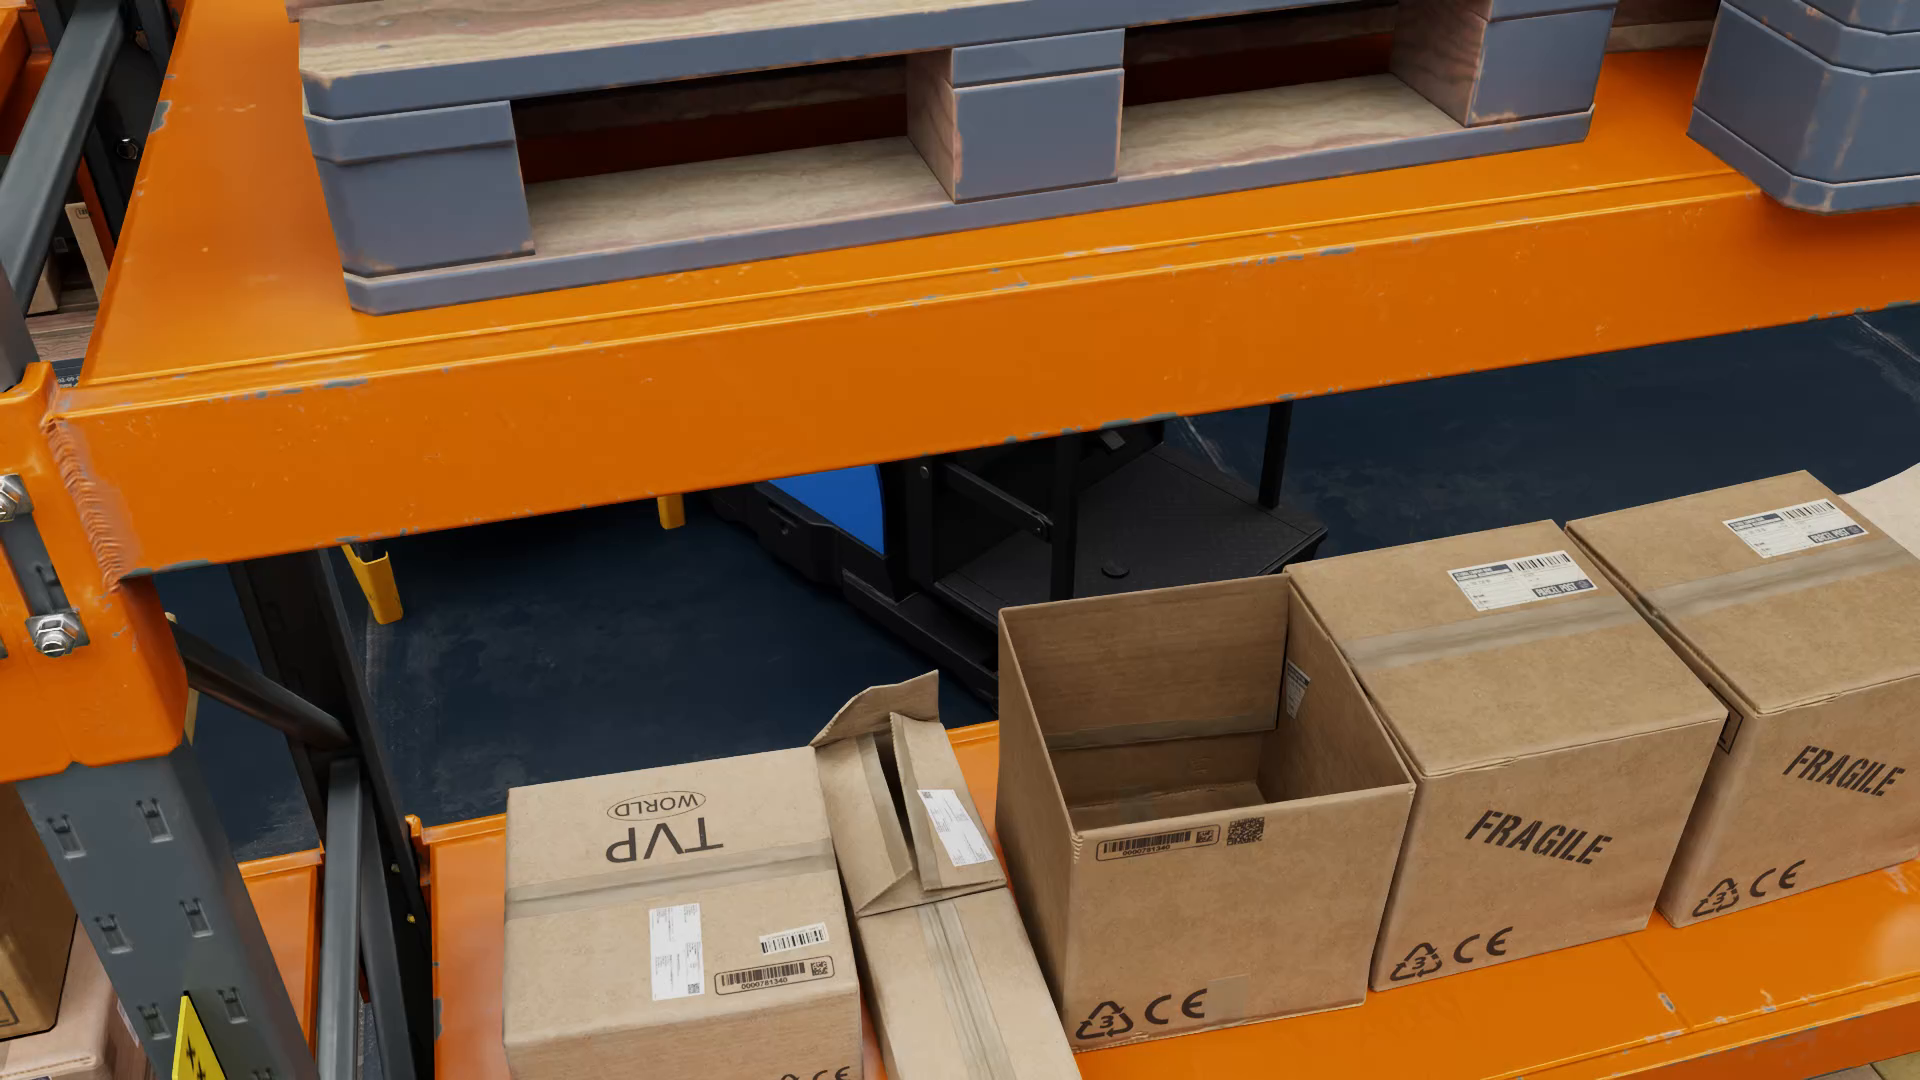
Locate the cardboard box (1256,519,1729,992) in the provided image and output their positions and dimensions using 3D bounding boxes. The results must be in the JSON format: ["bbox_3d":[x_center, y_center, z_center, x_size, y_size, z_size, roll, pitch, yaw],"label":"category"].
[{"bbox_3d":[0.836,0.344,2.750,0.500,0.500,0.500,-9,38,-12],"label":"cardboard box"}]

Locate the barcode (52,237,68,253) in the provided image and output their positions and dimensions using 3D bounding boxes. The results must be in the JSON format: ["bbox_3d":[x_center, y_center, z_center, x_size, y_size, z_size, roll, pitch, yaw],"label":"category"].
[{"bbox_3d":[-3.658,-1.194,6.735,0.075,0.075,0.001,-9,38,-12],"label":"barcode"}]

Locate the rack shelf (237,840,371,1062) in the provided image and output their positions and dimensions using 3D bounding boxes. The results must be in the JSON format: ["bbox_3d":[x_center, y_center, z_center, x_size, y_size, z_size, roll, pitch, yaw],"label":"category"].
[{"bbox_3d":[-2.832,1.261,2.225,4.000,0.370,1.077,-9,38,-12],"label":"rack shelf"}]

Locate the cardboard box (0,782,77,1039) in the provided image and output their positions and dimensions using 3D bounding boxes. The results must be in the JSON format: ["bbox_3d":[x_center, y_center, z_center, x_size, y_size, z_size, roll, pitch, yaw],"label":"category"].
[{"bbox_3d":[-1.328,0.177,1.899,0.500,0.500,0.700,-9,38,-12],"label":"cardboard box"}]

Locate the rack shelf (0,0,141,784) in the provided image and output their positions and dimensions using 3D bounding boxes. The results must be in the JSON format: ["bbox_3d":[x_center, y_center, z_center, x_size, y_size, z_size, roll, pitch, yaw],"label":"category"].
[{"bbox_3d":[-2.832,0.069,1.314,4.000,0.370,1.077,-9,38,-12],"label":"rack shelf"}]

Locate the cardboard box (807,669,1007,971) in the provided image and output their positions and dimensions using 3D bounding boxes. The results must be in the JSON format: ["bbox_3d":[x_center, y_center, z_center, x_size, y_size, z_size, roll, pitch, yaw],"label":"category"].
[{"bbox_3d":[-0.101,0.465,2.784,0.258,0.266,0.396,-10,39,-13],"label":"cardboard box"}]

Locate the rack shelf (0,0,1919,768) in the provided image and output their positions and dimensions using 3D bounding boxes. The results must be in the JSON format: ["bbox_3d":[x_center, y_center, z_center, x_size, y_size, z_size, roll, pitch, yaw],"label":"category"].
[{"bbox_3d":[1.029,-0.564,2.142,4.000,0.370,1.077,-9,38,-12],"label":"rack shelf"}]

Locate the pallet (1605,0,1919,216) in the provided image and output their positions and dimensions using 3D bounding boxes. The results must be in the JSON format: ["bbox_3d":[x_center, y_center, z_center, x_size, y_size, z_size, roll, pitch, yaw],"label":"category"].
[{"bbox_3d":[1.249,-0.753,1.952,1.213,0.211,1.003,-8,38,-10],"label":"pallet"}]

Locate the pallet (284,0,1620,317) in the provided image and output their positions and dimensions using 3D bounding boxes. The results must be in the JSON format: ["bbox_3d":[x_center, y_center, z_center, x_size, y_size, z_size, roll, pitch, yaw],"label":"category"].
[{"bbox_3d":[-0.053,-0.604,1.760,1.217,0.209,0.805,-11,39,-14],"label":"pallet"}]

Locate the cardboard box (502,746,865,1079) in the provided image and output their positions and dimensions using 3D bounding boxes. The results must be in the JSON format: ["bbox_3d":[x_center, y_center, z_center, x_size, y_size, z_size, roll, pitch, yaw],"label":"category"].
[{"bbox_3d":[-0.438,0.614,2.602,0.500,0.250,0.500,-7,38,-9],"label":"cardboard box"}]

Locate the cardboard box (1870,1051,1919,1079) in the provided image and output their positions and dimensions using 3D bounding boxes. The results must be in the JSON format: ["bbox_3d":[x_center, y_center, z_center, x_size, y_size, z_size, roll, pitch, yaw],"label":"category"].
[{"bbox_3d":[2.019,1.041,3.376,0.500,0.311,0.500,-10,39,-13],"label":"cardboard box"}]

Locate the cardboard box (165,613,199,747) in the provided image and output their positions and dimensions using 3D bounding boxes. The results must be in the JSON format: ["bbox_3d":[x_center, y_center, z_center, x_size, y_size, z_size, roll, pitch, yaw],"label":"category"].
[{"bbox_3d":[-1.212,0.290,2.286,0.250,0.149,0.380,-9,38,-12],"label":"cardboard box"}]

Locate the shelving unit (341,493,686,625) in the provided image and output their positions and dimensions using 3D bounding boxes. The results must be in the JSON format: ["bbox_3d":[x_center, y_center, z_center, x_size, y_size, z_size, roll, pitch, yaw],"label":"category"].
[{"bbox_3d":[-1.565,-0.637,5.349,1.083,1.500,0.587,-20,42,-24],"label":"shelving unit"}]

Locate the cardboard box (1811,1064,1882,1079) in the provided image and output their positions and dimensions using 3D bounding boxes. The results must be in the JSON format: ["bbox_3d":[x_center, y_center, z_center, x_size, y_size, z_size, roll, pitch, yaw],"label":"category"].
[{"bbox_3d":[1.530,1.119,3.274,0.500,0.311,0.500,-10,38,-12],"label":"cardboard box"}]

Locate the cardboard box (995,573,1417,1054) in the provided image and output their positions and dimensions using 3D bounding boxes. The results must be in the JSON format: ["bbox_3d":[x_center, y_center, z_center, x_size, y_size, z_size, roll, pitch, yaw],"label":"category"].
[{"bbox_3d":[0.353,0.423,2.646,0.500,0.500,0.500,-7,38,-9],"label":"cardboard box"}]

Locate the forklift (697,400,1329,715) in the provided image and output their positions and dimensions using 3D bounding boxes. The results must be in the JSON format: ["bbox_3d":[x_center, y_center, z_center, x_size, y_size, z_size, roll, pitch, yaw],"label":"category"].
[{"bbox_3d":[0.445,-0.893,4.505,1.130,2.935,3.031,-31,47,-34],"label":"forklift"}]

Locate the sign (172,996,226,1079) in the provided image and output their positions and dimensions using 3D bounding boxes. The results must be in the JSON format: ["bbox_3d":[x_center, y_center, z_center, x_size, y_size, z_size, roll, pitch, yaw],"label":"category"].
[{"bbox_3d":[-0.755,0.608,1.708,0.005,0.325,0.100,-9,38,-12],"label":"sign"}]

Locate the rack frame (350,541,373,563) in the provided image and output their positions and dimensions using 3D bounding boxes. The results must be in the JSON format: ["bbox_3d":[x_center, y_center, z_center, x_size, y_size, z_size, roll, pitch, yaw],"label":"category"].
[{"bbox_3d":[-2.010,-0.476,5.138,0.032,1.500,0.500,-20,42,-24],"label":"rack frame"}]

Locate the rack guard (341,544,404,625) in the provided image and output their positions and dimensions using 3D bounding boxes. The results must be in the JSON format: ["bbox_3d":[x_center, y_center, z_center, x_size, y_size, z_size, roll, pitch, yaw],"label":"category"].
[{"bbox_3d":[-1.993,0.014,5.526,0.087,0.250,0.587,-20,42,-24],"label":"rack guard"}]

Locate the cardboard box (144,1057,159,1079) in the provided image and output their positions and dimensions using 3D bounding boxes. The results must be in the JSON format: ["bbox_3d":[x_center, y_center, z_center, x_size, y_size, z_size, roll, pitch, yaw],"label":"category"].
[{"bbox_3d":[-1.328,0.693,2.293,0.500,0.500,0.700,-10,39,-13],"label":"cardboard box"}]

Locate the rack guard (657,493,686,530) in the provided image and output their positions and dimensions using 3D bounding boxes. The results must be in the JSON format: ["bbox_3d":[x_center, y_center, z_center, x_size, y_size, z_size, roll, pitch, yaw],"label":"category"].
[{"bbox_3d":[-1.138,-0.296,5.931,0.087,0.250,0.587,-20,42,-24],"label":"rack guard"}]

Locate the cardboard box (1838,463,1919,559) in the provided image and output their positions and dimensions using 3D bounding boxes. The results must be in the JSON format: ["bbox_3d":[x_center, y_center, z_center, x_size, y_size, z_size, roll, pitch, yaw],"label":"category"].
[{"bbox_3d":[2.046,0.088,3.239,0.500,0.311,0.500,-10,38,-12],"label":"cardboard box"}]

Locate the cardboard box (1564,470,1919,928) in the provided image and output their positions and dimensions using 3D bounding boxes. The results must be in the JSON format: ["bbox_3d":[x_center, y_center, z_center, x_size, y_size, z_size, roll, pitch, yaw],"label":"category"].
[{"bbox_3d":[1.344,0.260,2.859,0.500,0.500,0.500,-11,39,-14],"label":"cardboard box"}]

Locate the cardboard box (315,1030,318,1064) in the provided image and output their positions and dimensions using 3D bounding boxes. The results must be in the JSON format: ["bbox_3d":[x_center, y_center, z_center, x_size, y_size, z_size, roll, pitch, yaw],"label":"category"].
[{"bbox_3d":[-1.431,1.176,3.045,0.500,0.500,0.500,-9,38,-12],"label":"cardboard box"}]

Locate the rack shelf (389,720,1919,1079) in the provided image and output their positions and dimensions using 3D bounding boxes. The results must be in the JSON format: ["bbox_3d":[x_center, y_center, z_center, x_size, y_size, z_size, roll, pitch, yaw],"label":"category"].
[{"bbox_3d":[1.029,0.627,3.053,4.000,0.370,1.077,-9,38,-12],"label":"rack shelf"}]

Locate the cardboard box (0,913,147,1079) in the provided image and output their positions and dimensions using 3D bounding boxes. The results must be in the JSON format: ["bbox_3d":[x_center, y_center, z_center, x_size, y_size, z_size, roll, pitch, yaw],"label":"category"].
[{"bbox_3d":[-1.108,0.530,1.973,0.250,0.149,0.380,-9,38,-12],"label":"cardboard box"}]

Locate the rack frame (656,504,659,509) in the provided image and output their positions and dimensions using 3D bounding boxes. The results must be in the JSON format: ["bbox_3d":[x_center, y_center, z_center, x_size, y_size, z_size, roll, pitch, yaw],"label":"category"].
[{"bbox_3d":[-1.137,-0.793,5.552,0.032,1.500,0.500,-20,42,-24],"label":"rack frame"}]

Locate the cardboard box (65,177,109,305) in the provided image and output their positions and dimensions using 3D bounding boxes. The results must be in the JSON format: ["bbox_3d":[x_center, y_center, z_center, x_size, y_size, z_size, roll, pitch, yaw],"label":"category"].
[{"bbox_3d":[-3.188,-1.241,6.598,0.500,0.500,0.500,-12,39,-15],"label":"cardboard box"}]

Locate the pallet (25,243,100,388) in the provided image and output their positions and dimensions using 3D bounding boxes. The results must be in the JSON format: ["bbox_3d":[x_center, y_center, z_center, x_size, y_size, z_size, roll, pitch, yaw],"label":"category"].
[{"bbox_3d":[-4.016,-0.817,6.644,1.213,0.211,1.003,-9,38,-12],"label":"pallet"}]

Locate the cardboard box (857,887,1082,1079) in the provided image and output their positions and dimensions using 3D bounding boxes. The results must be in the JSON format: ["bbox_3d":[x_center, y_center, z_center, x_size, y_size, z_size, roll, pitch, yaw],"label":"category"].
[{"bbox_3d":[0.007,0.738,2.524,0.250,0.149,0.380,-9,38,-12],"label":"cardboard box"}]

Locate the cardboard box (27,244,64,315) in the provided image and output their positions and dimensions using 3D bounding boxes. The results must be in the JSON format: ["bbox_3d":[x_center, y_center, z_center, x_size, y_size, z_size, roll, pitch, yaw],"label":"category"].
[{"bbox_3d":[-3.746,-1.048,6.635,0.250,0.149,0.380,-12,39,-16],"label":"cardboard box"}]
